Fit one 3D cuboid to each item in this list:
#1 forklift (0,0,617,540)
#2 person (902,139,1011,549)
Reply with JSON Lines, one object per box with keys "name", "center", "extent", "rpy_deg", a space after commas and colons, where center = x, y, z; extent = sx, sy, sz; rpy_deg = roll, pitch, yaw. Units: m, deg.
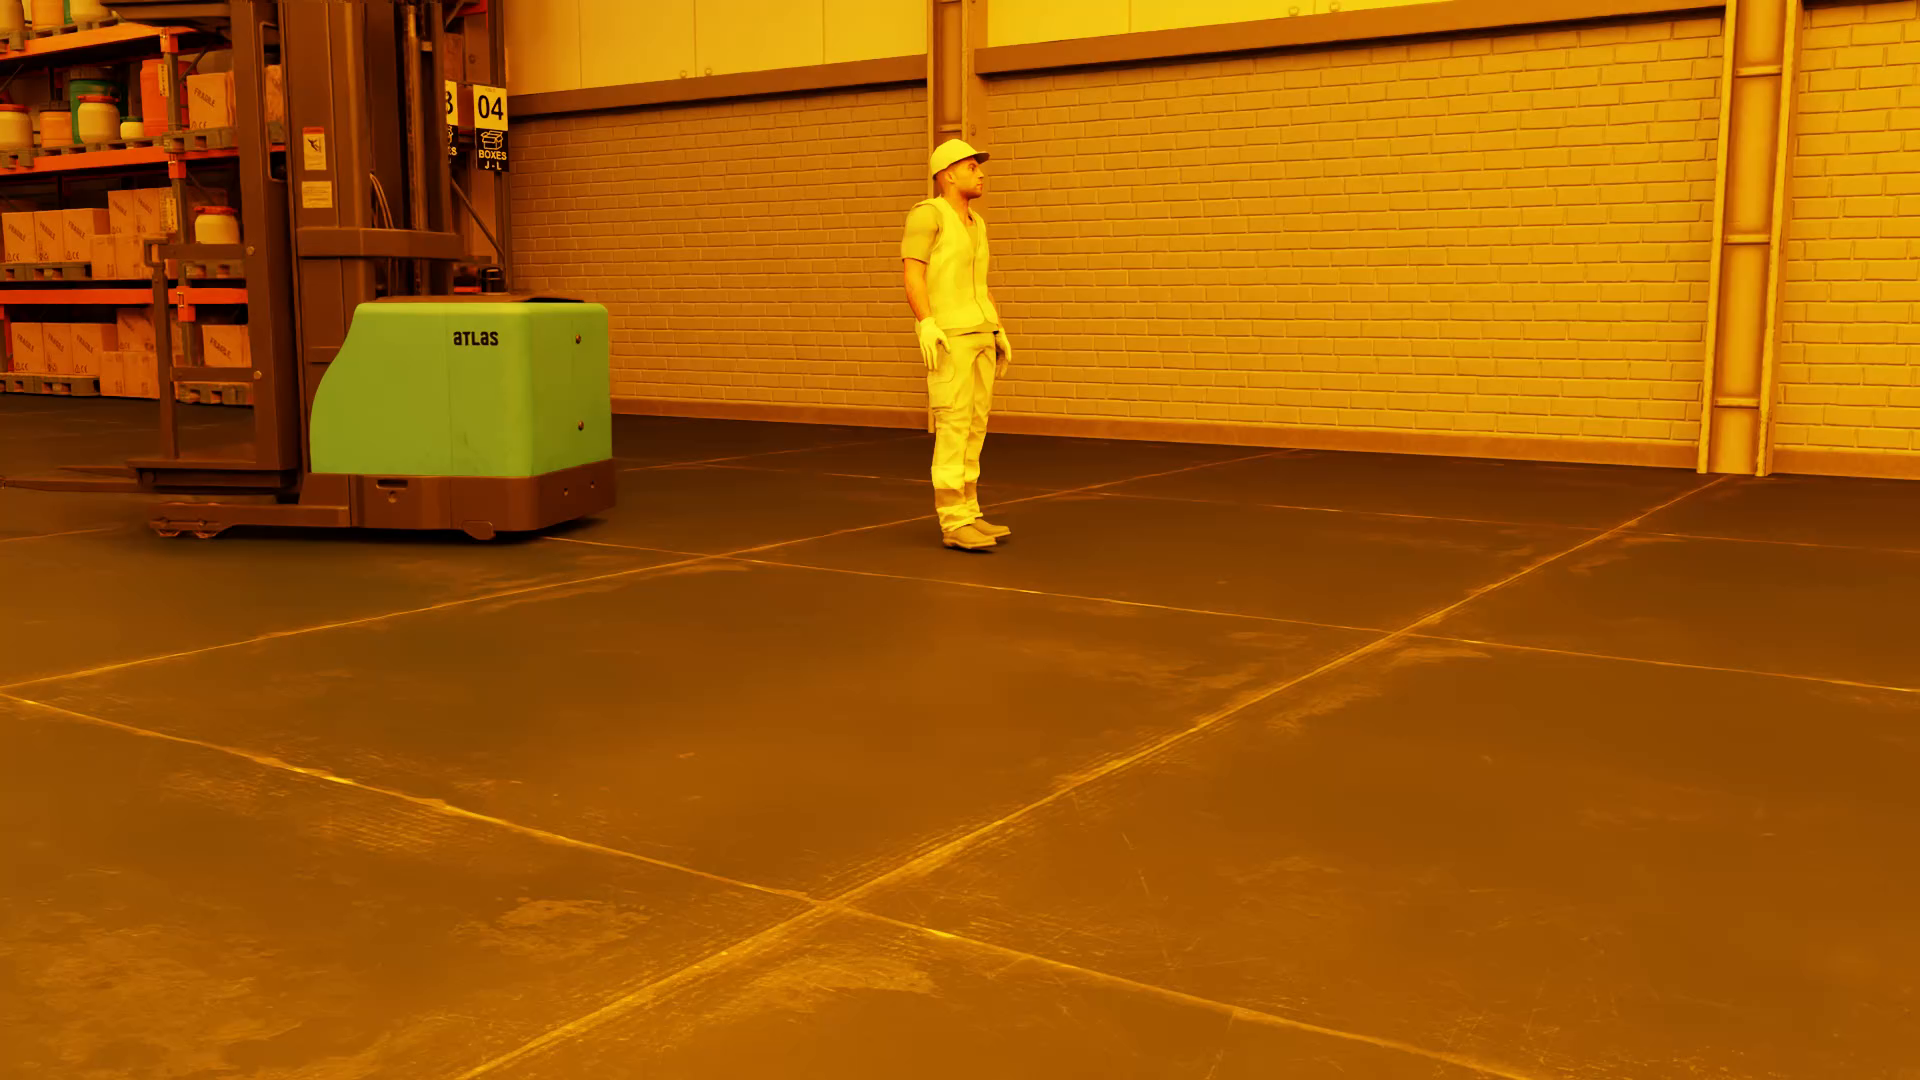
{"name": "forklift", "center": [-3.279, -1.528, 7.938], "extent": [3.031, 2.935, 1.130], "rpy_deg": [2, 8, 11]}
{"name": "person", "center": [0.059, -0.885, 7.422], "extent": [0.564, 1.787, 0.637], "rpy_deg": [5, 10, 34]}
